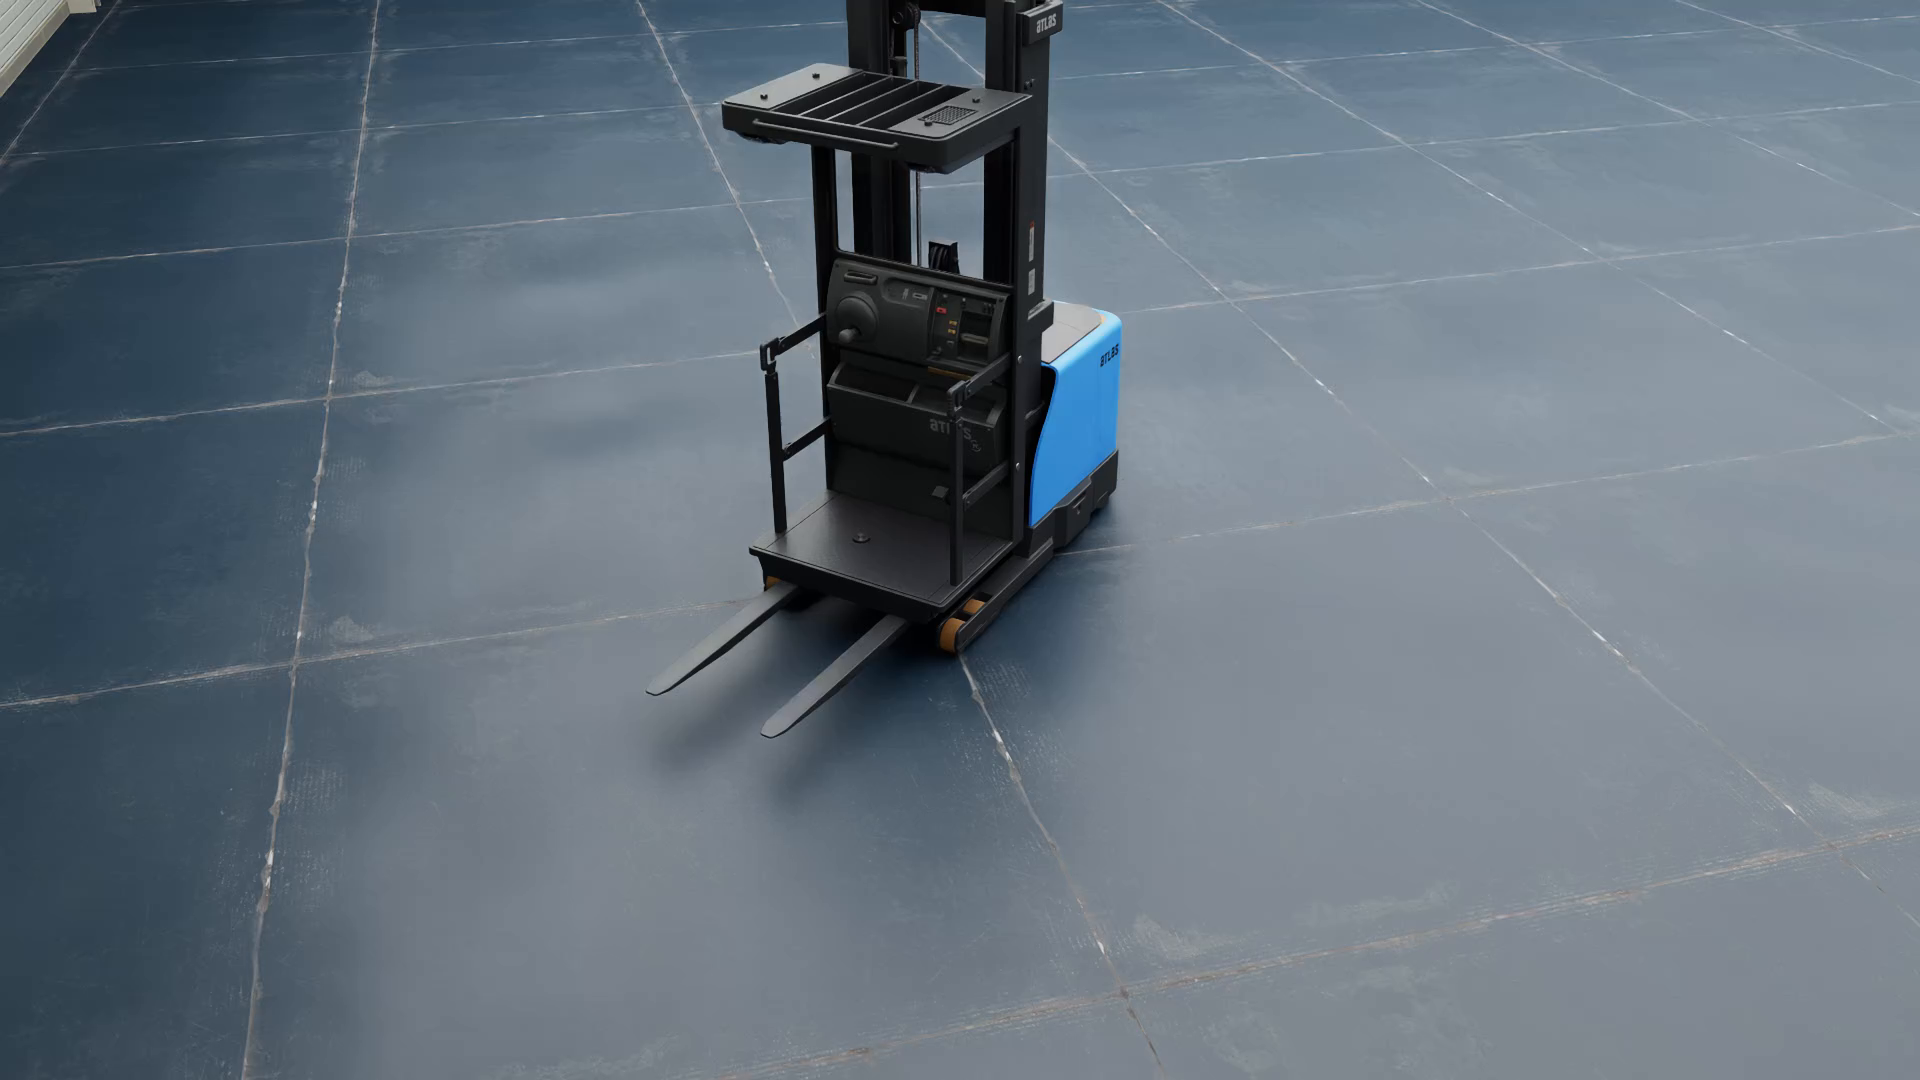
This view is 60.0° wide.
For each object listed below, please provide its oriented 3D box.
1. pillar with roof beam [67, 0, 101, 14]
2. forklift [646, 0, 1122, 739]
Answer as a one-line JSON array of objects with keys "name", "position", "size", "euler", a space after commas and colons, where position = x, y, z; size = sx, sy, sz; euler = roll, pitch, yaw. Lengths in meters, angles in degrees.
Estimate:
[{"name": "pillar with roof beam", "position": [-6.126, -10.695, 18.245], "size": [9.100, 9.000, 0.400], "euler": [-8, 31, -13]}, {"name": "forklift", "position": [-0.314, -0.996, 7.544], "size": [1.130, 2.935, 3.031], "euler": [16, 34, 26]}]
